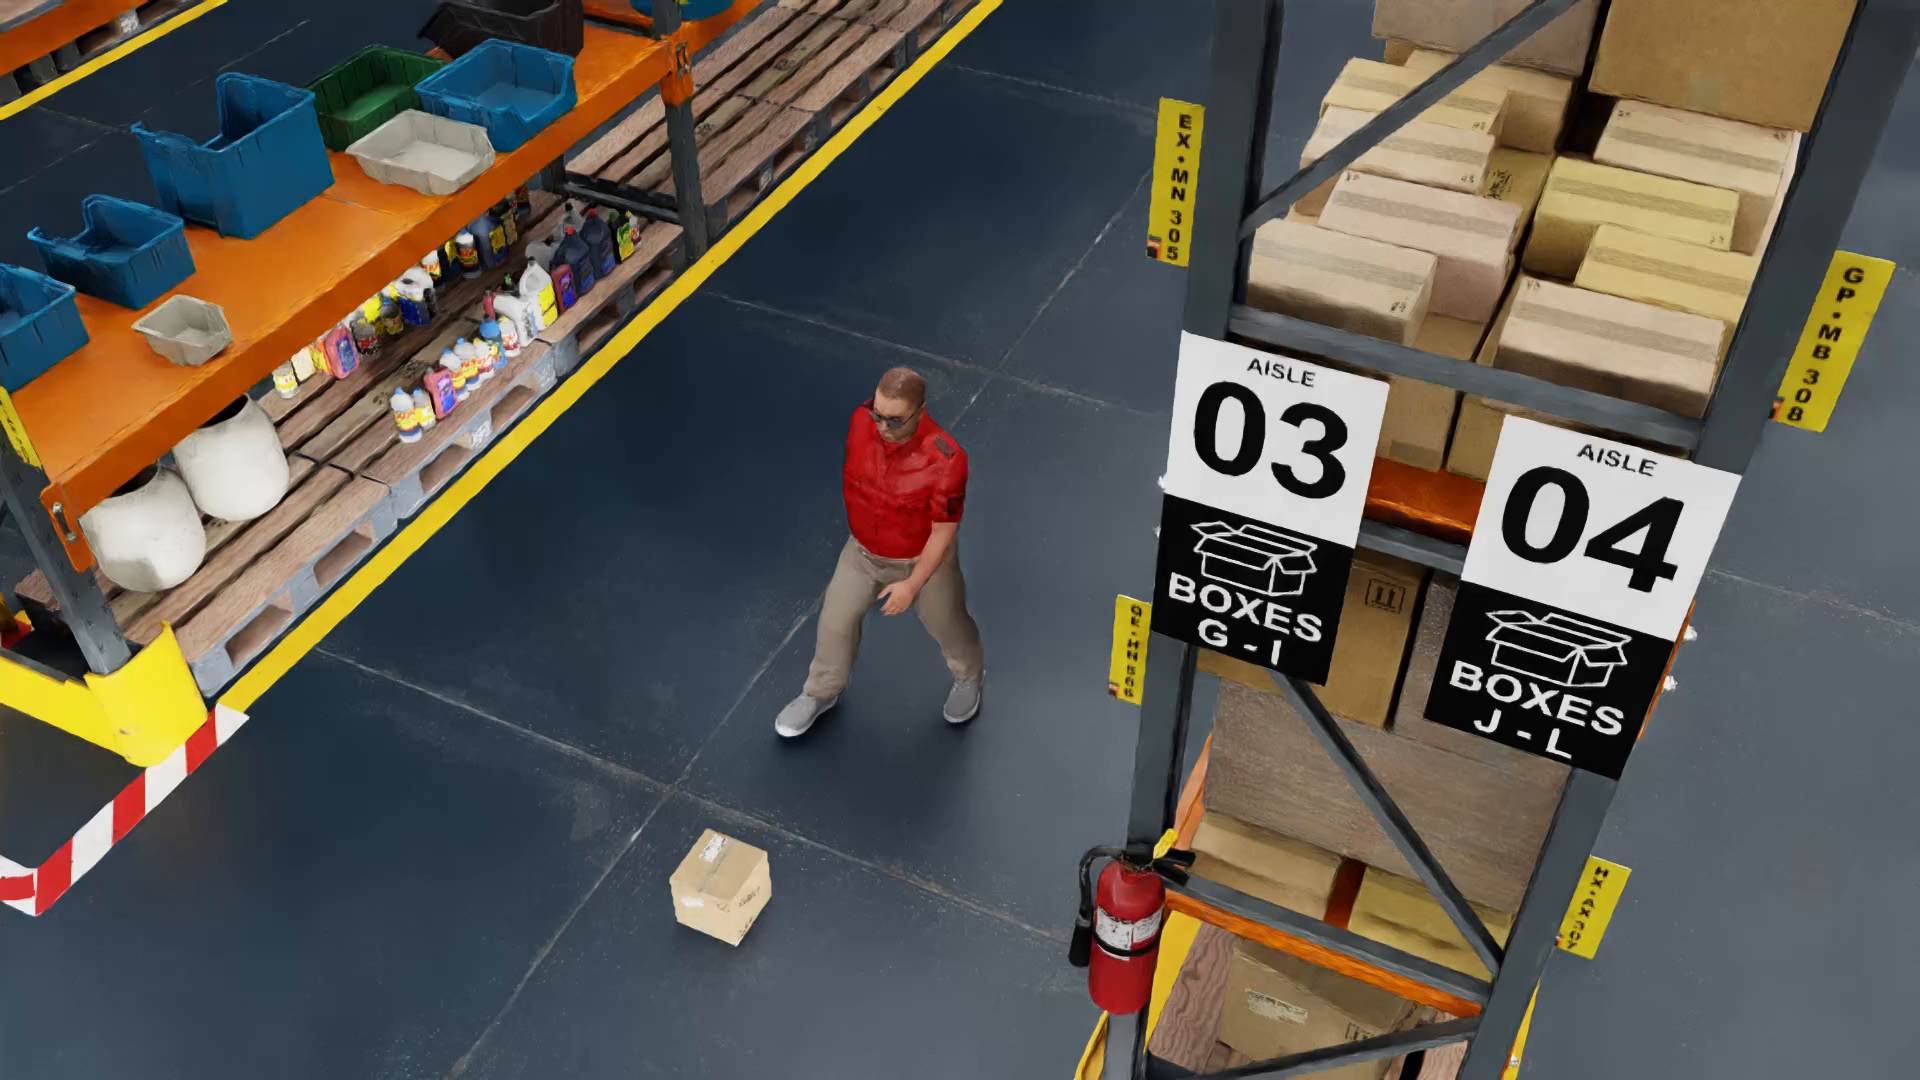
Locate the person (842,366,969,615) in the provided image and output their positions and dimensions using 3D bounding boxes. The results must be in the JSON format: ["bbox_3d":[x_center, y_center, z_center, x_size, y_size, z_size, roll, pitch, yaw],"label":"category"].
[{"bbox_3d":[-0.239,-0.196,5.871,0.558,1.004,0.366,23,47,24],"label":"person"}]
